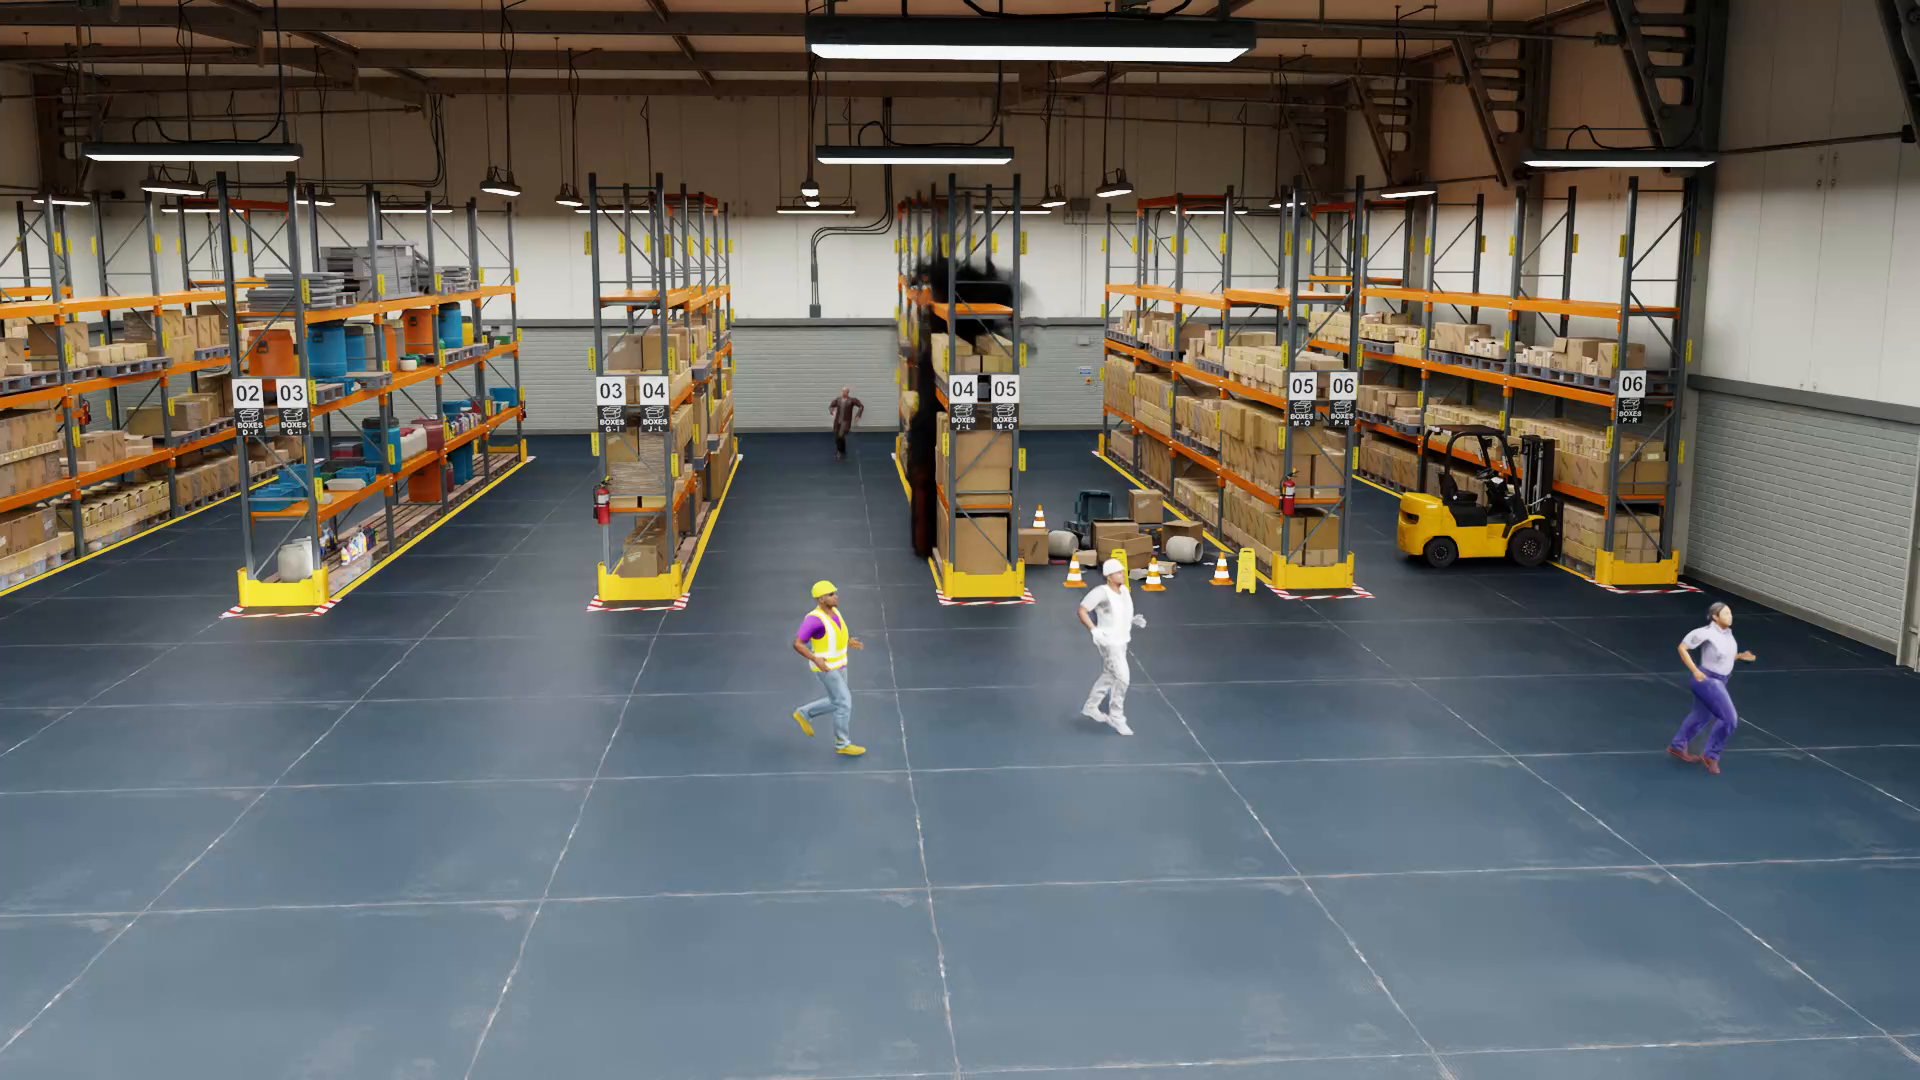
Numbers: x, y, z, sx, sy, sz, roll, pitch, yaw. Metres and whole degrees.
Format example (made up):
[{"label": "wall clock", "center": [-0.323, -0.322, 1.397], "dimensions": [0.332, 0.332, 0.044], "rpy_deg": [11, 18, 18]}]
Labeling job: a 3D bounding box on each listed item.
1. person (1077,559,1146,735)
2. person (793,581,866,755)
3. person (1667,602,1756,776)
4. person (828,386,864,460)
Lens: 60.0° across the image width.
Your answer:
[{"label": "person", "center": [1.588, 1.110, 17.368], "dimensions": [0.703, 1.847, 0.669], "rpy_deg": [6, 12, 31]}, {"label": "person", "center": [-1.329, 1.263, 16.565], "dimensions": [0.846, 1.739, 0.714], "rpy_deg": [4, 11, 21]}, {"label": "person", "center": [7.249, 1.437, 16.044], "dimensions": [0.726, 1.684, 0.572], "rpy_deg": [9, 13, 40]}, {"label": "person", "center": [-2.737, -2.761, 39.392], "dimensions": [0.792, 1.738, 0.707], "rpy_deg": [4, 11, 21]}]
